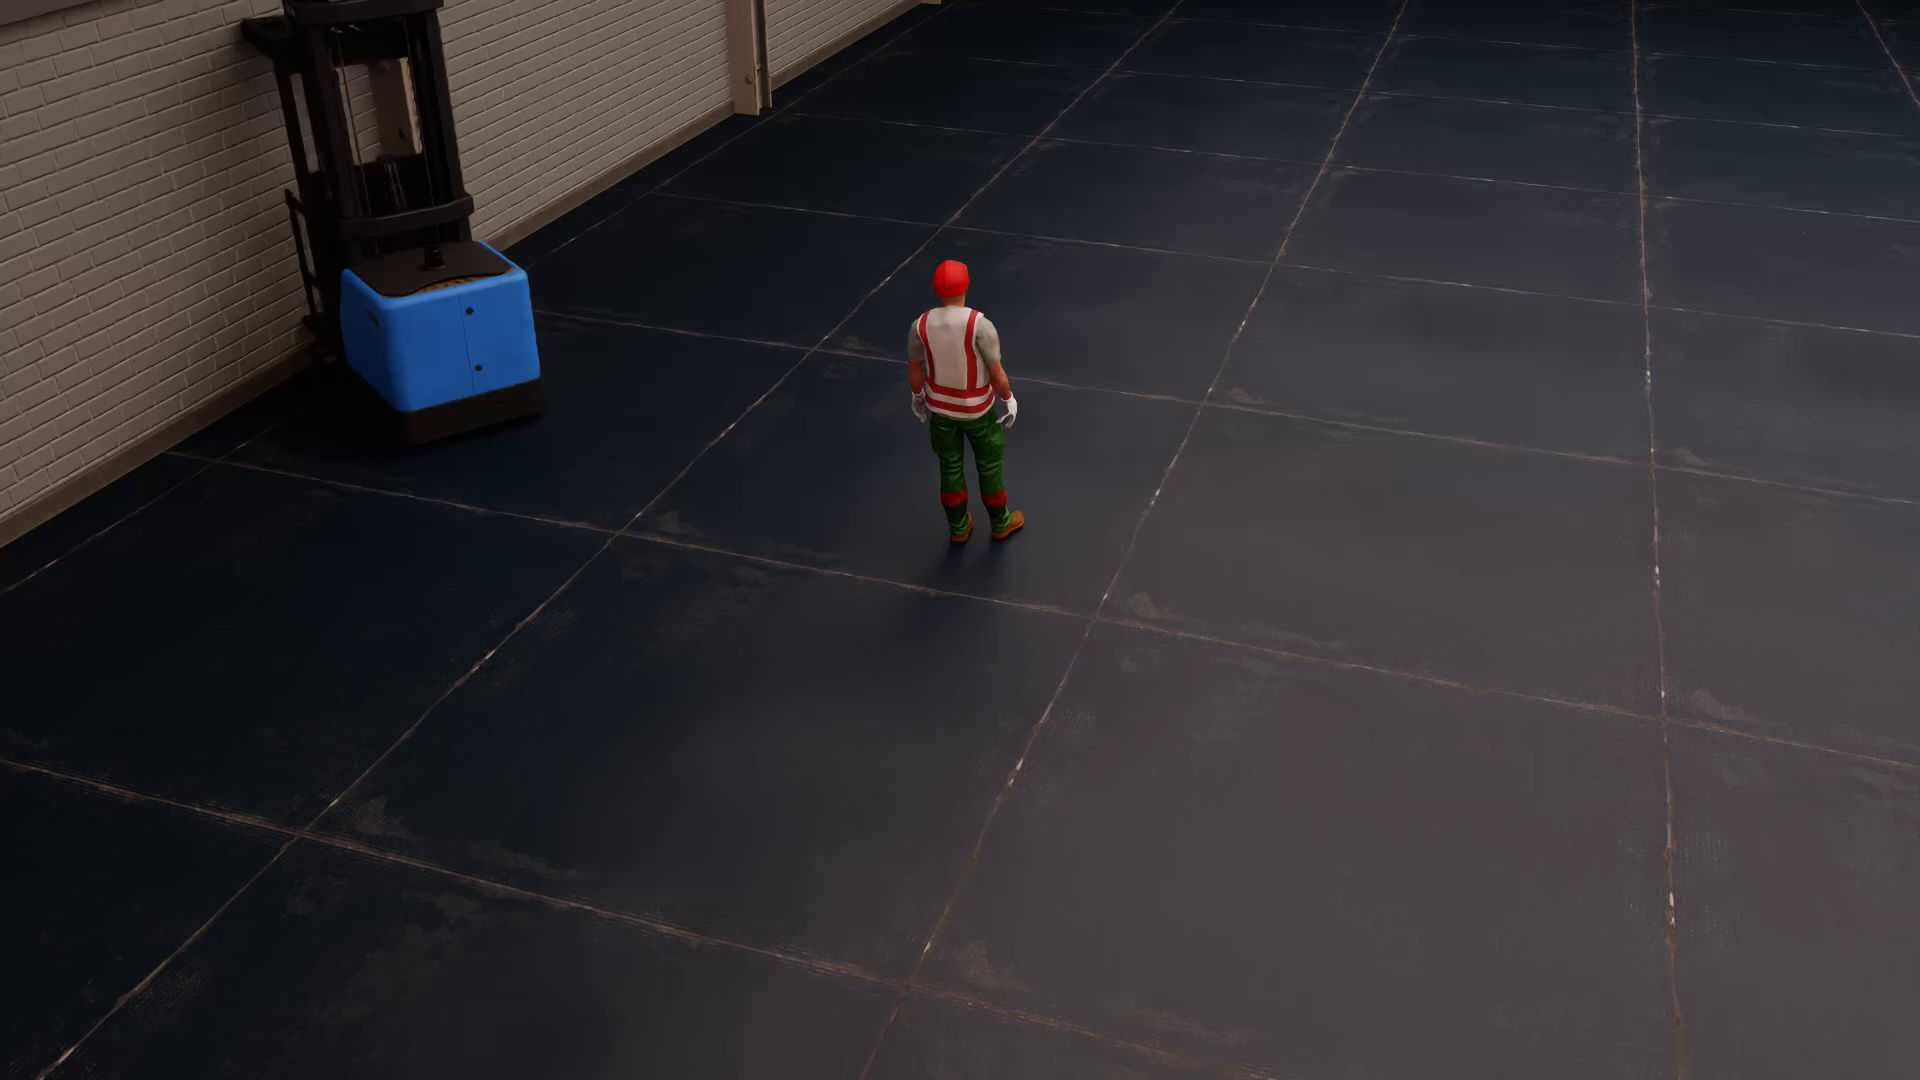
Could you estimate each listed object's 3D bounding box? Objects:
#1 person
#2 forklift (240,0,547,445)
[{"bbox_3d":[0.038,-0.819,9.711,0.637,1.787,0.564,10,31,16],"label":"person"},{"bbox_3d":[-4.149,-2.578,11.659,1.130,2.935,3.031,-20,35,-31],"label":"forklift"}]
